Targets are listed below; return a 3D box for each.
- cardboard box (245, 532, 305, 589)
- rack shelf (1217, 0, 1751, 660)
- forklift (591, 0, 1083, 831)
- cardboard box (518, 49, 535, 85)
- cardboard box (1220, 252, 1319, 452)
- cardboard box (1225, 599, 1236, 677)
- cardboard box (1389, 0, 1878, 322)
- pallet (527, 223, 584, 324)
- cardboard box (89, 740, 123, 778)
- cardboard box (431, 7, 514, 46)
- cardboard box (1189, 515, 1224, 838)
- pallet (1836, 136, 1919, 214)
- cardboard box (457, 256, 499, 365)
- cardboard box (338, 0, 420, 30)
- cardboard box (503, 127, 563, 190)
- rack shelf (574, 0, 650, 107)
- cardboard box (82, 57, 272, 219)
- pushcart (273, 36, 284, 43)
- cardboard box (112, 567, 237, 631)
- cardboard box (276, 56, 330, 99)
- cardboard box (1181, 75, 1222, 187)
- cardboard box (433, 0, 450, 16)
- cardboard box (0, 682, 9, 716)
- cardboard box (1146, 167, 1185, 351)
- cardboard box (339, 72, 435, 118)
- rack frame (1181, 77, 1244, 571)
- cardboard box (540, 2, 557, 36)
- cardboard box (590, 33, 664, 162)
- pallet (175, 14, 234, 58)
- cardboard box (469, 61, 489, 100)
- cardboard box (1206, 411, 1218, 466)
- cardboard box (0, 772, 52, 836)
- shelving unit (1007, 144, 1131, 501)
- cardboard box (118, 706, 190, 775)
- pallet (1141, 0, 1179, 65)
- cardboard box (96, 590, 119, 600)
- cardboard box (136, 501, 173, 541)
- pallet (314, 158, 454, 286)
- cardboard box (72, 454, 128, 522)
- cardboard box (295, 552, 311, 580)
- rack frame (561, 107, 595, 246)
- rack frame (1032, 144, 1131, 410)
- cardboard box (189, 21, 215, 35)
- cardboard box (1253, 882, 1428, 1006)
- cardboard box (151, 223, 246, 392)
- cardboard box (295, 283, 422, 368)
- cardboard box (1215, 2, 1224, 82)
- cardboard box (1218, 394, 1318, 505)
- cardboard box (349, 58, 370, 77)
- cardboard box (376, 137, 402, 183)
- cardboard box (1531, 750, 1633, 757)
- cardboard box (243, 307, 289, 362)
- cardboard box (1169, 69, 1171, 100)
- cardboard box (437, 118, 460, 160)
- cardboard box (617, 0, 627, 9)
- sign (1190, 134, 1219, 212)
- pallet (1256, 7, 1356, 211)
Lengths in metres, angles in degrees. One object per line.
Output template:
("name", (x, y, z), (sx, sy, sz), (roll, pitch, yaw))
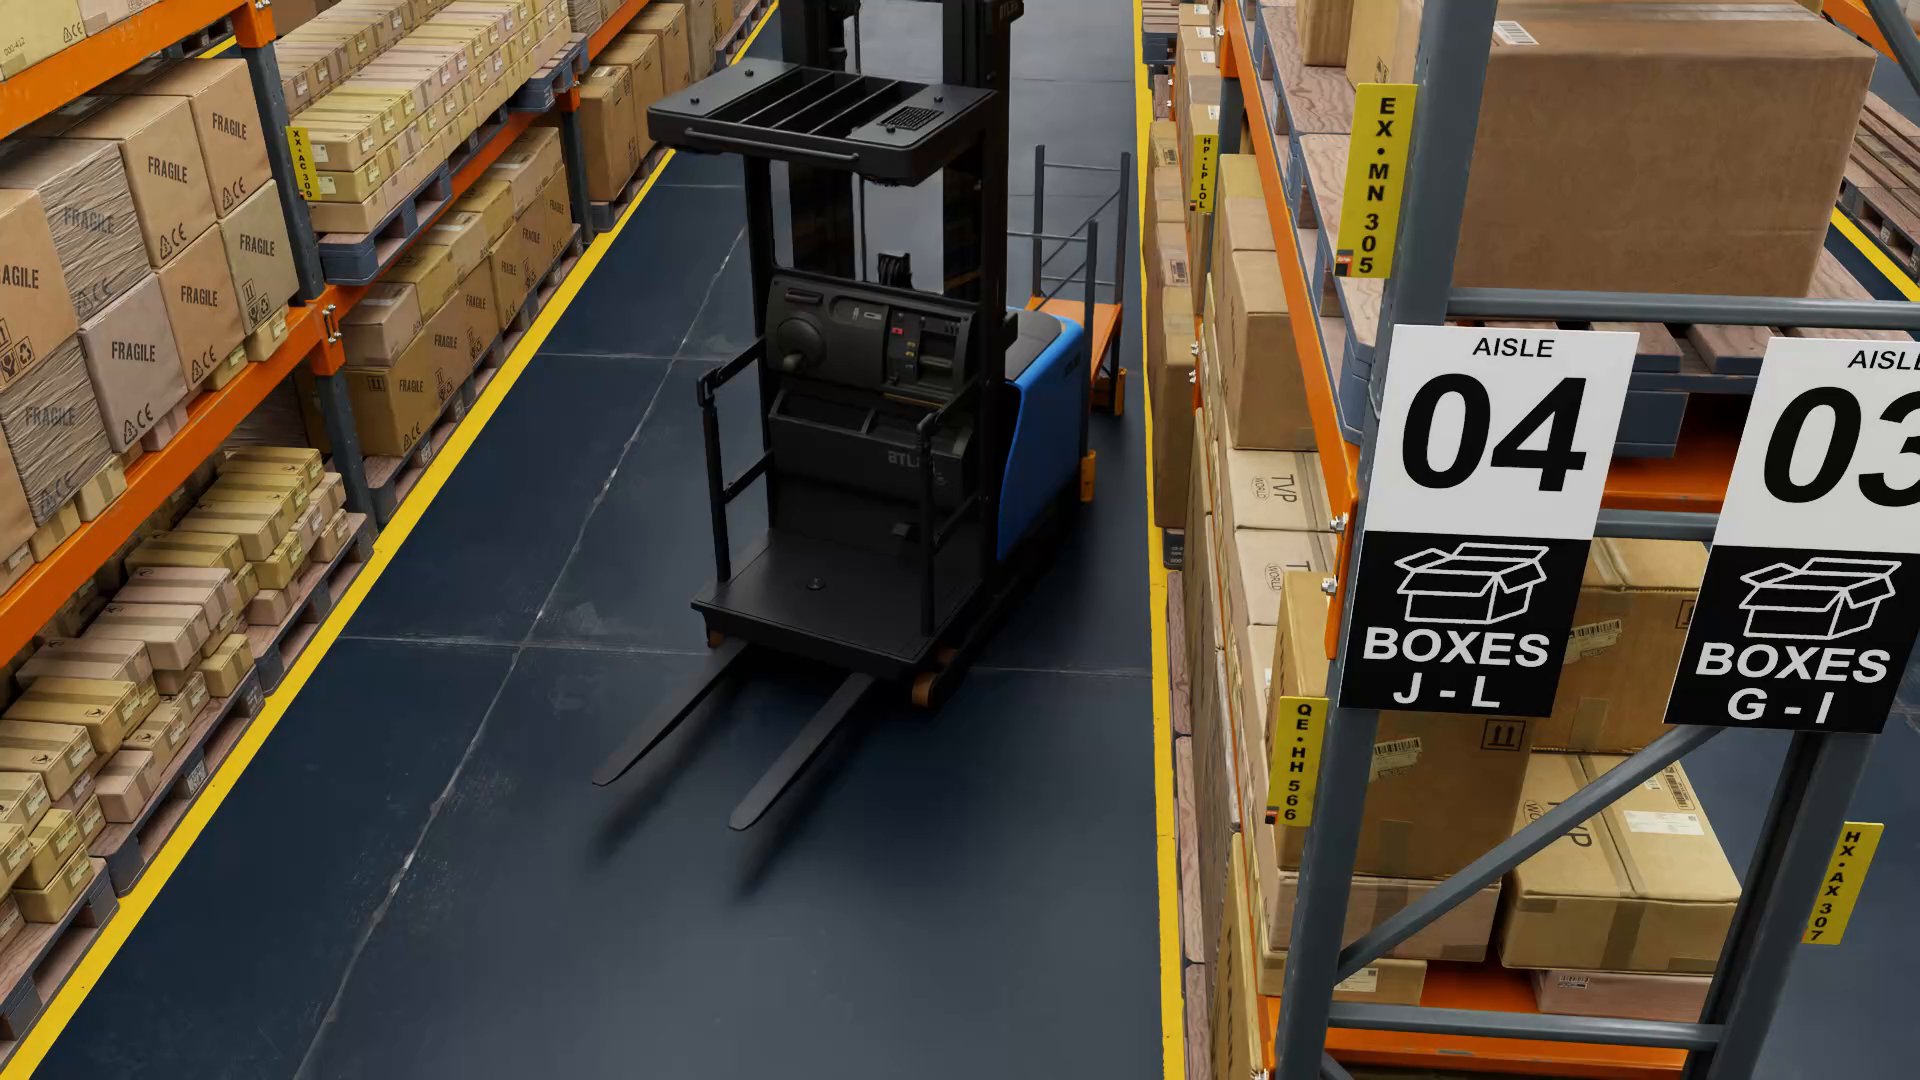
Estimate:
("cardboard box", (-3.116, 0.085, 7.287), (0.380, 0.149, 0.250), (1, 32, 2))
("rack shelf", (1.379, -0.945, 4.751), (1.077, 0.370, 4.000), (2, 32, 4))
("forklift", (-0.473, -0.787, 6.733), (1.130, 2.935, 3.031), (14, 34, 21))
("cardboard box", (-2.716, -2.776, 9.735), (0.380, 0.149, 0.250), (2, 32, 3))
("cardboard box", (1.163, -0.633, 5.563), (0.500, 0.500, 0.500), (1, 32, 2))
("cardboard box", (1.019, 0.309, 5.130), (0.380, 0.149, 0.250), (3, 32, 4))
("cardboard box", (1.205, -0.743, 3.147), (0.700, 0.500, 0.500), (1, 32, 1))
("pallet", (-3.133, -1.781, 10.938), (1.003, 0.211, 1.213), (2, 32, 4))
("cardboard box", (-3.373, 0.764, 6.185), (0.380, 0.149, 0.250), (4, 32, 7))
("cardboard box", (-2.738, -2.892, 9.355), (0.380, 0.149, 0.250), (2, 32, 4))
("cardboard box", (1.335, 0.518, 6.175), (0.875, 0.875, 0.875), (2, 32, 4))
("pallet", (7.008, -2.752, 12.515), (1.003, 0.211, 1.213), (2, 32, 4))
("cardboard box", (-2.998, -1.326, 9.524), (0.500, 0.500, 0.500), (3, 32, 5))
("cardboard box", (-3.364, -3.061, 9.630), (0.380, 0.149, 0.250), (1, 32, 2))
("cardboard box", (-2.862, -2.441, 10.620), (0.500, 0.250, 0.500), (2, 32, 3))
("rack shelf", (-2.905, -4.116, 12.755), (1.077, 0.370, 4.000), (2, 32, 4))
("cardboard box", (-3.162, -1.622, 6.691), (0.500, 0.500, 0.500), (1, 32, 2))
("pushcart", (-5.407, -4.439, 15.093), (1.648, 0.377, 0.936), (-8, 33, -13))
("cardboard box", (-3.186, 0.238, 6.755), (0.380, 0.149, 0.250), (1, 32, 2))
("cardboard box", (-3.466, -2.369, 8.507), (0.380, 0.149, 0.250), (1, 32, 2))
("cardboard box", (1.436, -2.112, 8.723), (0.500, 0.500, 0.500), (3, 32, 4))
("cardboard box", (-3.327, -3.189, 10.121), (0.380, 0.149, 0.250), (4, 32, 6))
("cardboard box", (-3.774, 0.623, 6.131), (0.380, 0.149, 0.250), (1, 32, 2))
("cardboard box", (1.711, -1.560, 9.547), (1.225, 0.875, 0.875), (3, 32, 4))
("cardboard box", (-2.840, -2.206, 8.243), (0.380, 0.149, 0.250), (2, 32, 3))
("rack frame", (1.542, -1.020, 7.046), (1.000, 3.000, 0.127), (2, 32, 4))
("cardboard box", (-2.674, -3.157, 10.070), (0.380, 0.149, 0.250), (4, 32, 6))
("cardboard box", (-2.861, -3.369, 12.602), (1.050, 0.750, 0.750), (3, 32, 5))
("pallet", (-7.664, -4.792, 15.825), (1.003, 0.211, 1.213), (2, 32, 4))
("cardboard box", (-2.777, -2.487, 8.983), (0.380, 0.149, 0.250), (2, 32, 3))
("cardboard box", (1.124, -0.360, 6.214), (0.380, 0.149, 0.250), (2, 32, 3))
("cardboard box", (-3.349, 0.920, 5.647), (0.380, 0.149, 0.250), (1, 32, 2))
("shelving unit", (0.523, -1.151, 8.688), (0.587, 1.500, 1.083), (7, 32, 12))
("cardboard box", (-3.245, 0.772, 6.455), (0.380, 0.149, 0.250), (2, 32, 4))
("pallet", (1.820, -3.407, 11.102), (1.213, 0.211, 1.003), (2, 32, 4))
("cardboard box", (-3.682, 0.206, 7.091), (0.380, 0.149, 0.250), (1, 32, 1))
("cardboard box", (-3.681, -0.056, 7.231), (0.380, 0.149, 0.250), (2, 32, 3))
("pallet", (-3.186, -1.596, 8.164), (1.003, 0.211, 1.213), (2, 32, 4))
("cardboard box", (-3.239, -0.198, 5.951), (0.380, 0.149, 0.250), (3, 32, 5))
("cardboard box", (-3.190, 0.102, 7.542), (0.380, 0.149, 0.250), (3, 32, 5))
("rack frame", (-3.068, -3.376, 10.869), (1.000, 3.000, 0.127), (2, 32, 4))
("rack frame", (0.645, -1.415, 9.116), (0.500, 1.500, 0.032), (7, 32, 12))
("cardboard box", (-7.367, -4.932, 15.614), (0.500, 0.250, 0.500), (1, 32, 2))
("cardboard box", (0.917, 0.978, 4.043), (0.380, 0.149, 0.250), (3, 32, 5))
("cardboard box", (-3.194, -0.917, 6.501), (0.500, 0.500, 0.500), (2, 32, 3))
("cardboard box", (-3.070, -1.094, 8.433), (0.500, 0.250, 0.500), (1, 32, 2))
("cardboard box", (1.688, -2.508, 8.409), (0.797, 0.503, 0.637), (3, 32, 6))
("cardboard box", (1.161, -0.317, 5.765), (0.500, 0.250, 0.500), (3, 32, 5))
("cardboard box", (-3.429, -2.516, 9.029), (0.380, 0.149, 0.250), (4, 32, 6))
("cardboard box", (-2.884, -1.805, 7.875), (0.380, 0.149, 0.250), (2, 32, 3))
("cardboard box", (1.560, 0.497, 4.443), (0.500, 0.250, 0.500), (2, 32, 3))
("cardboard box", (-3.096, -0.879, 7.057), (0.380, 0.149, 0.250), (2, 32, 3))
("cardboard box", (2.064, -3.757, 13.451), (0.700, 0.500, 0.500), (2, 32, 4))
("cardboard box", (-2.820, -2.083, 8.610), (0.380, 0.149, 0.250), (1, 32, 2))
("cardboard box", (-2.682, -4.172, 12.065), (0.500, 0.500, 0.500), (2, 32, 4))
("sign", (1.000, -1.497, 6.792), (0.100, 0.325, 0.005), (2, 32, 4))
("pallet", (1.363, -1.196, 4.556), (1.003, 0.211, 1.213), (2, 32, 4))
